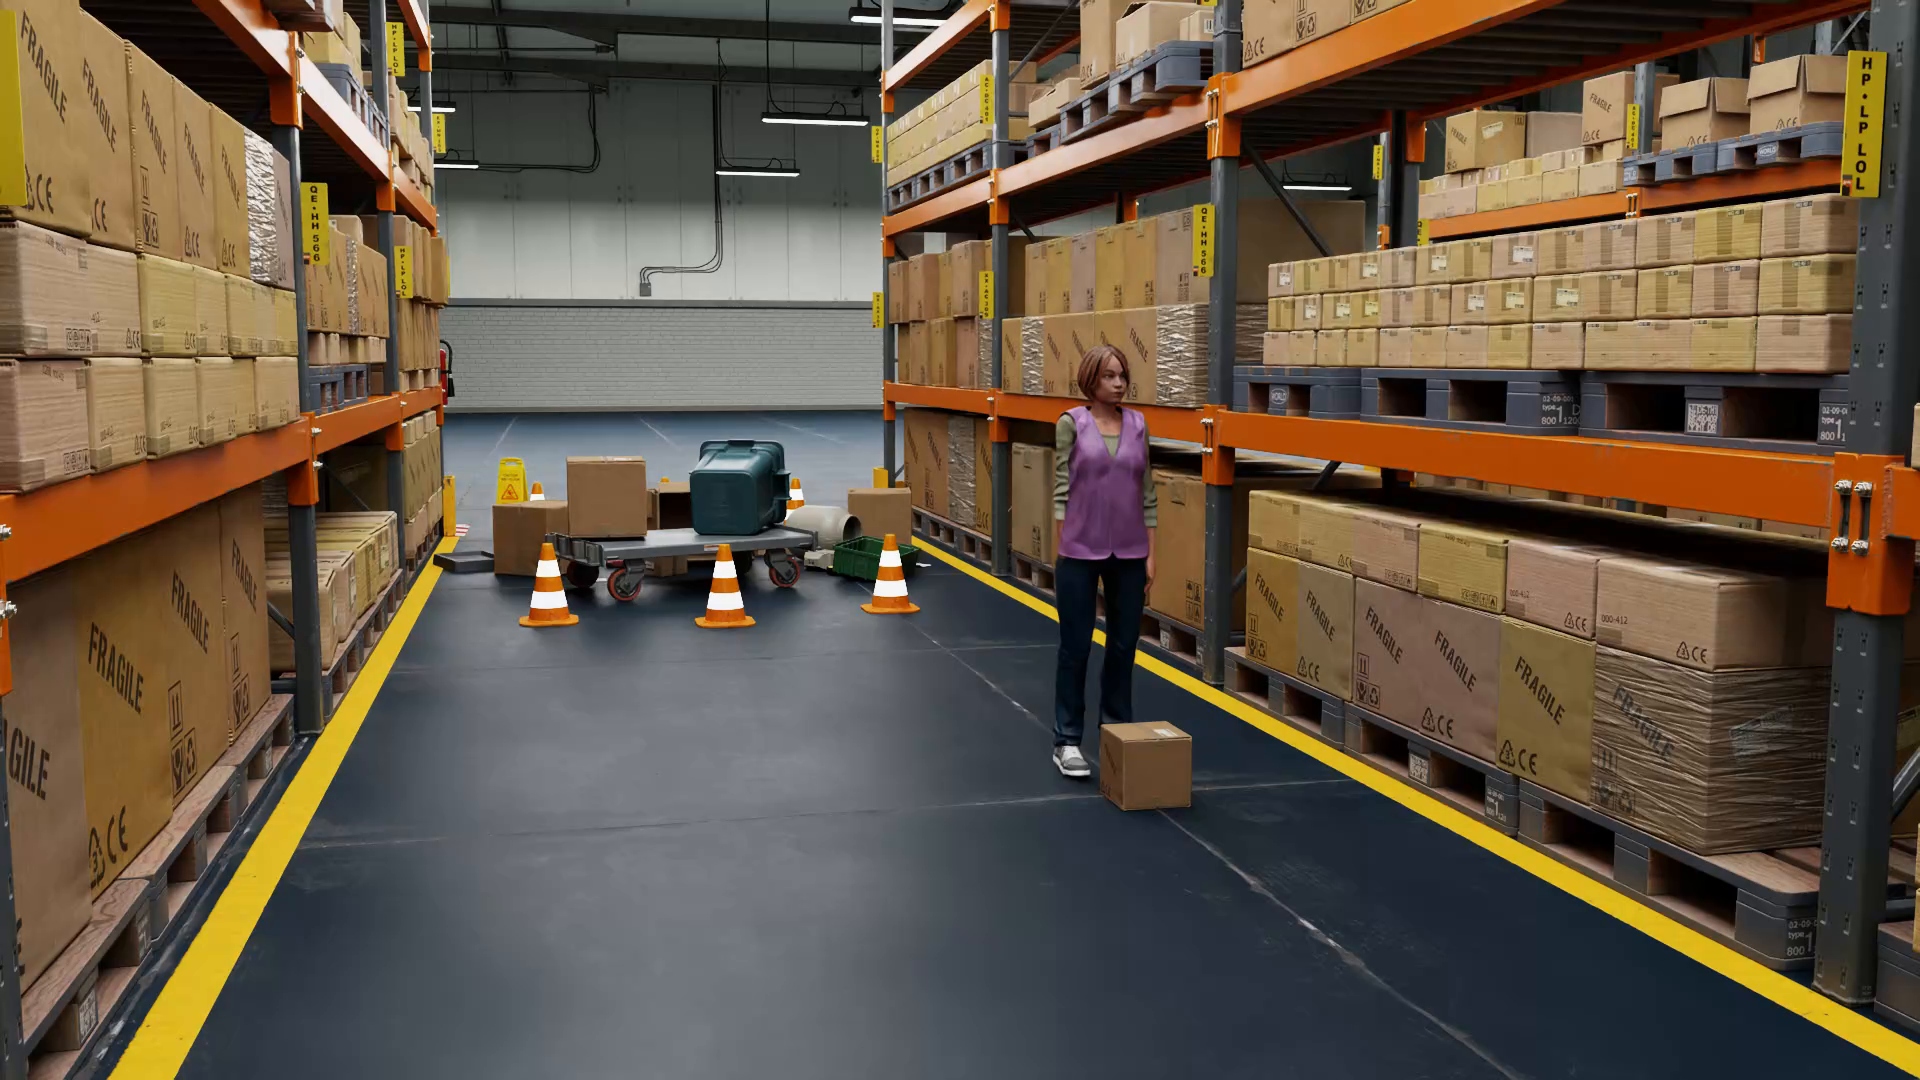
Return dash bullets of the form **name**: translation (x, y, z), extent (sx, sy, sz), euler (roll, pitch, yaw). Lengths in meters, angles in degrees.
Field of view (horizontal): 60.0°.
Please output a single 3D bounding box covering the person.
- **person**: translation (0.546, 0.073, 6.218), extent (0.404, 1.604, 0.303), euler (-1, 7, -13)
